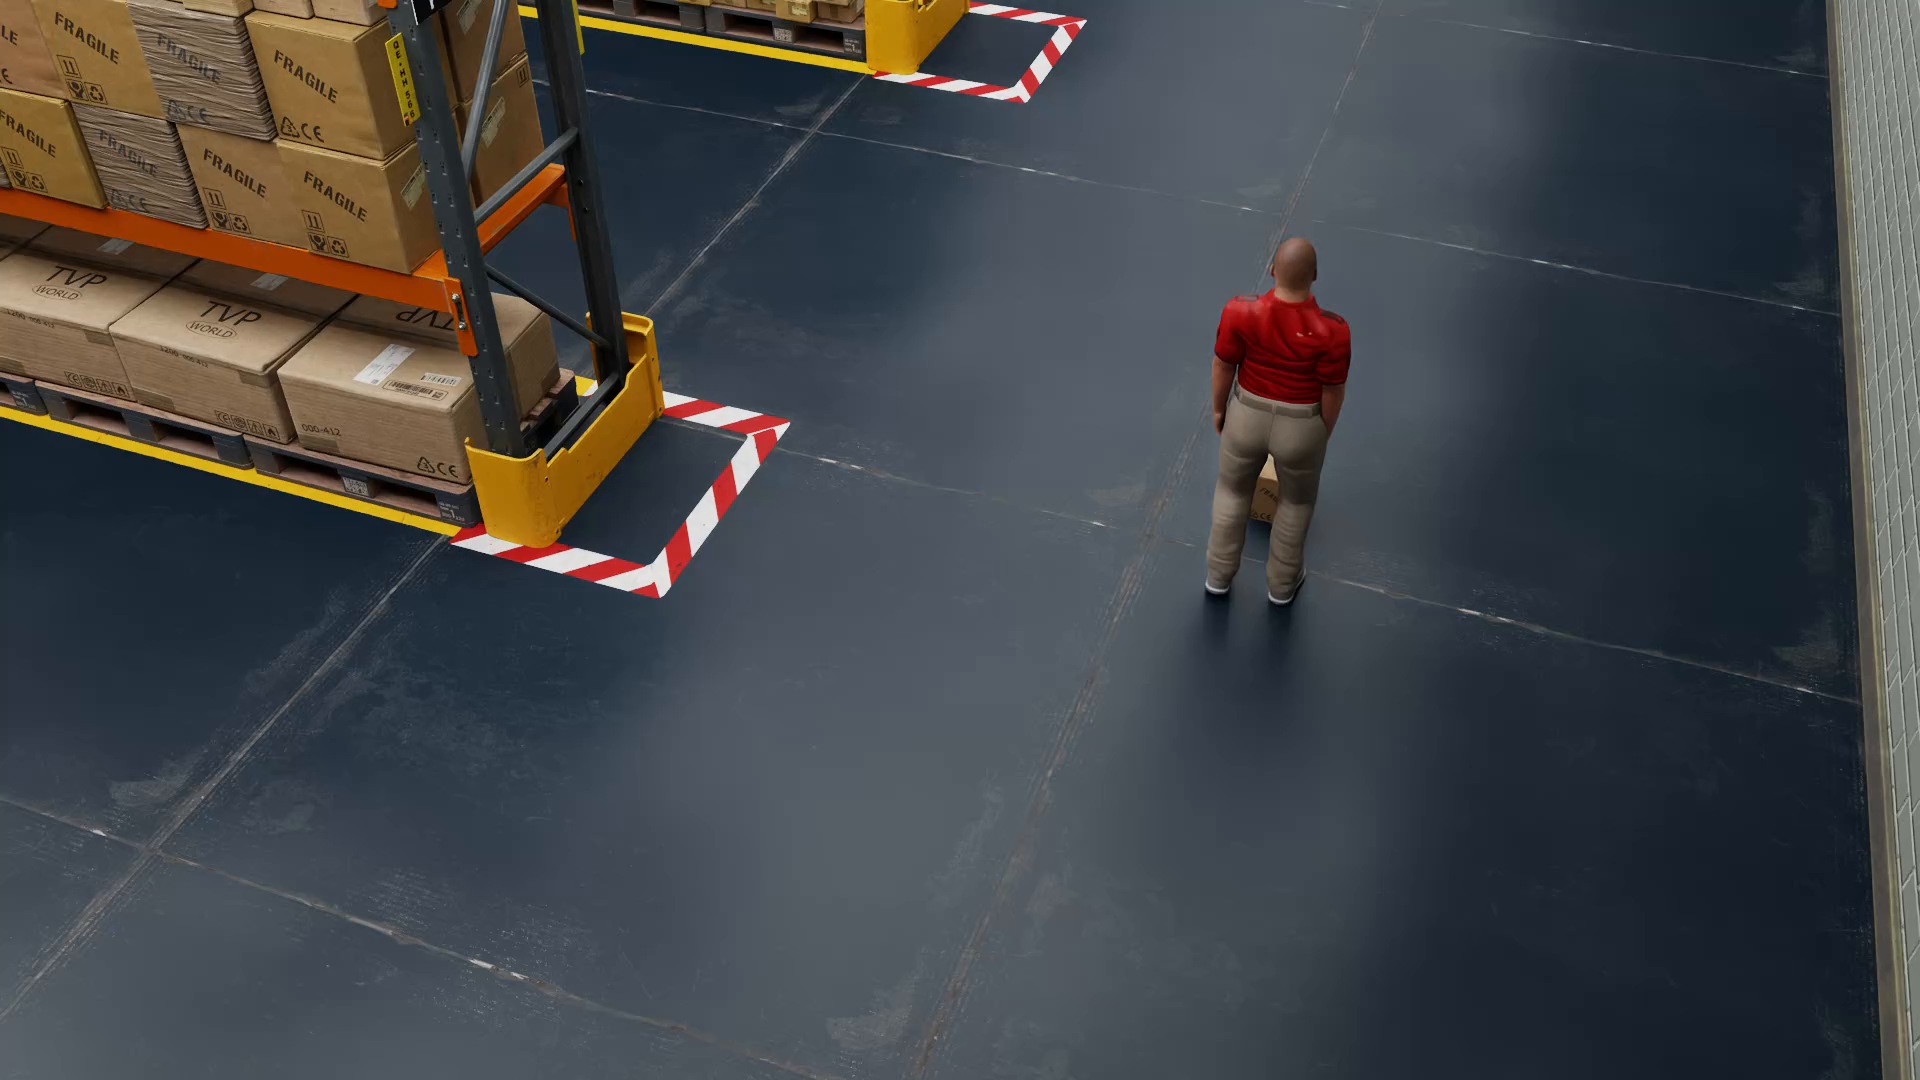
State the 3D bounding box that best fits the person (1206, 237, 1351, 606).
[{"bbox_3d":[1.266,-0.475,6.735,0.529,1.738,0.367,14,43,16],"label":"person"}]
